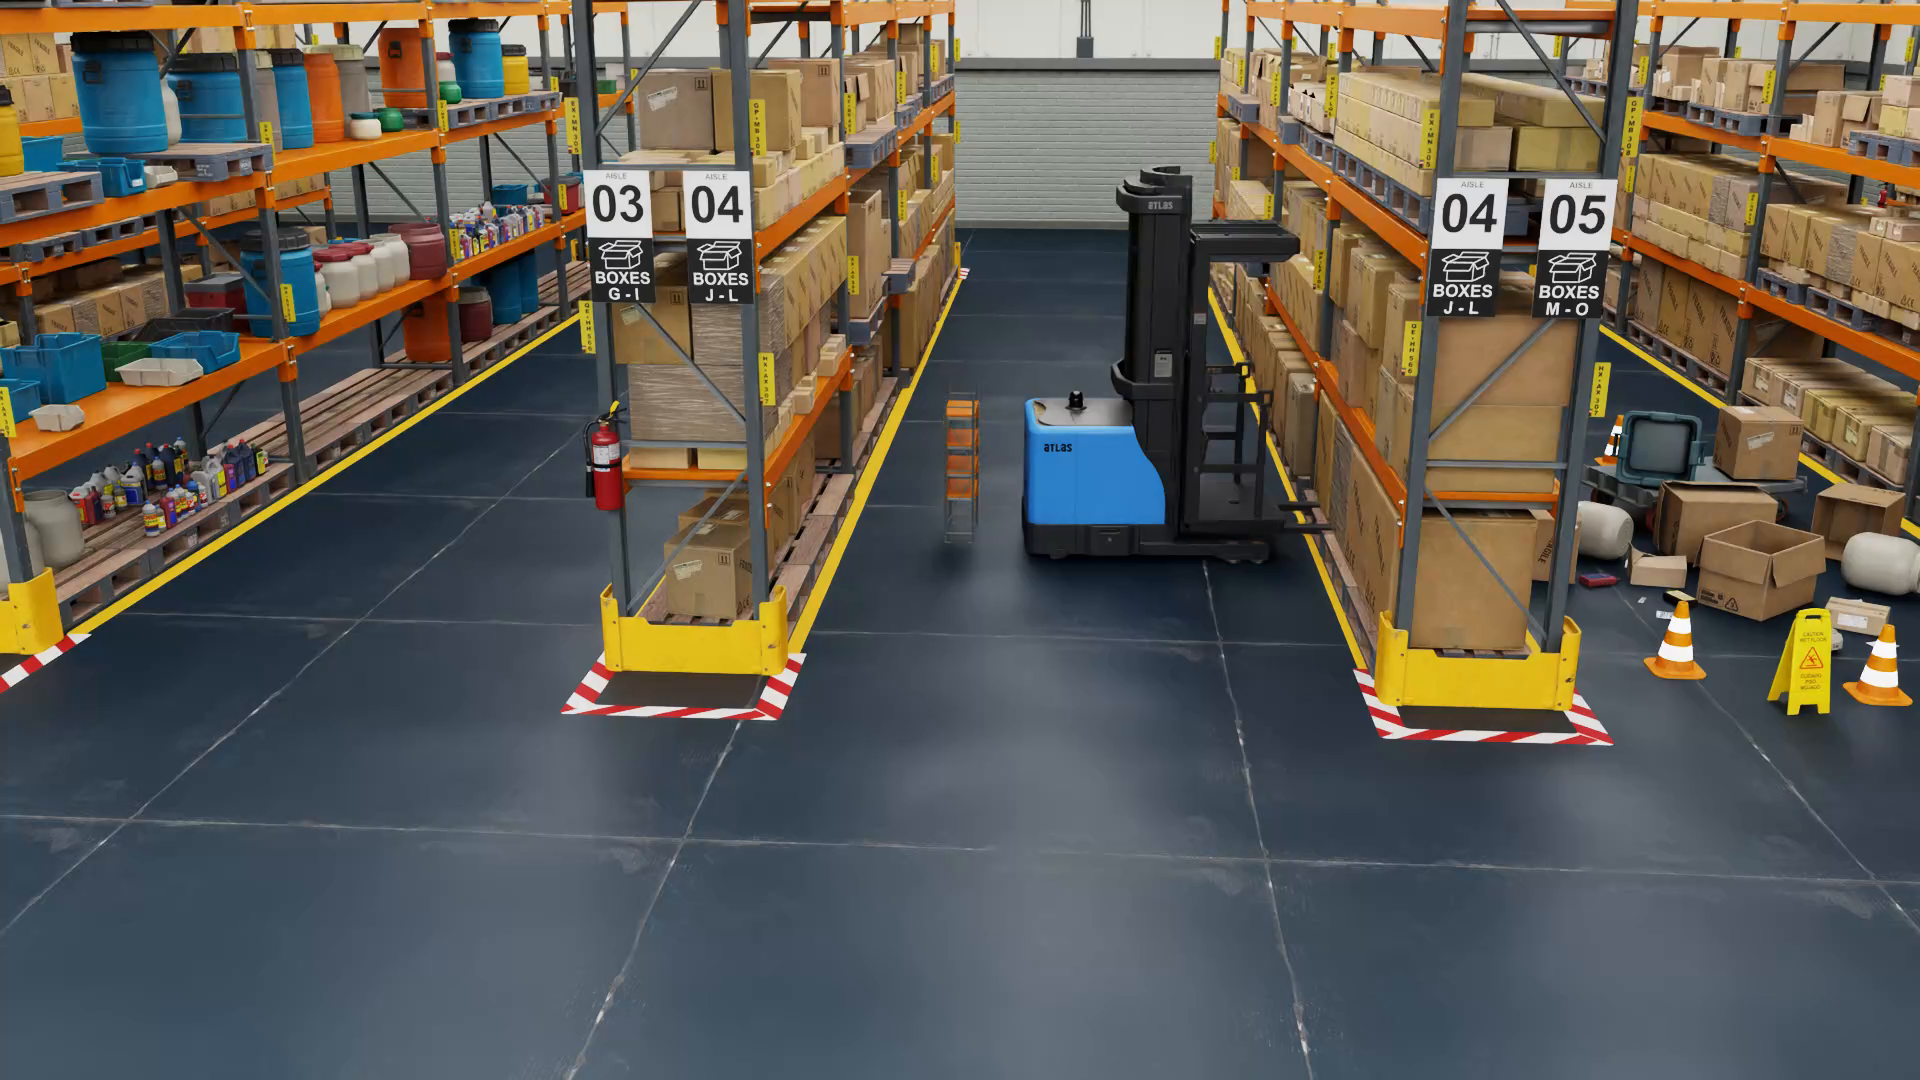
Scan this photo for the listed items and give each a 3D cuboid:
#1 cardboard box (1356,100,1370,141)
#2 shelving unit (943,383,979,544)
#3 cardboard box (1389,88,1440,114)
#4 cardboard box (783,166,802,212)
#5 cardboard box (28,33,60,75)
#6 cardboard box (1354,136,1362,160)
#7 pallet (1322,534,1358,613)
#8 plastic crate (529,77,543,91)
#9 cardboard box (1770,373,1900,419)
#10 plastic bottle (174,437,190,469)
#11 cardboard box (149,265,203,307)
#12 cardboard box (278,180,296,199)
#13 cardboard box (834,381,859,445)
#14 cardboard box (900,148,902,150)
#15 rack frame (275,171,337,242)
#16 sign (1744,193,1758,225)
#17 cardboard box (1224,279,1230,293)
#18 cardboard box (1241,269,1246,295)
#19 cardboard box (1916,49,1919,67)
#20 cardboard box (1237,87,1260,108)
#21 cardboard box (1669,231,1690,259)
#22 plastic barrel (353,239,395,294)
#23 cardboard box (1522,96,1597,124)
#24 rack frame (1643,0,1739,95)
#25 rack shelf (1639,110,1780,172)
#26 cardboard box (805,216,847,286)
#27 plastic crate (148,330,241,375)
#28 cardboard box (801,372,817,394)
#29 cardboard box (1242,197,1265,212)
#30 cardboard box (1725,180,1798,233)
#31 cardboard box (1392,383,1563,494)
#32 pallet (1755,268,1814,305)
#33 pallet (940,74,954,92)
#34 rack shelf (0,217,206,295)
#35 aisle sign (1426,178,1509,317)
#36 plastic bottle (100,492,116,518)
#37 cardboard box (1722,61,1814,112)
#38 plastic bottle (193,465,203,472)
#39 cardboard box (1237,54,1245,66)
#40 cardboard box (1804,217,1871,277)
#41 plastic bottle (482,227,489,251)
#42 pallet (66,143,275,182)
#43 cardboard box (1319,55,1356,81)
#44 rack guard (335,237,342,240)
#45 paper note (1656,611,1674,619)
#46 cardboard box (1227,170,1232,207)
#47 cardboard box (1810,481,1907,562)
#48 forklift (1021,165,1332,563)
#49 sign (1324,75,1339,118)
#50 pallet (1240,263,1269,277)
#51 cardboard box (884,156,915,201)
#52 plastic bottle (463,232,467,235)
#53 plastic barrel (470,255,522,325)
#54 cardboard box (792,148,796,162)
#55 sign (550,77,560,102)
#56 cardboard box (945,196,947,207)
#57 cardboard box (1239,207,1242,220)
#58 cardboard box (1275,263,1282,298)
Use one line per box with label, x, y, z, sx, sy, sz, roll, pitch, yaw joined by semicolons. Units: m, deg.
cardboard box;3.109;-2.975;11.795;0.500;0.250;0.500;1;18;3
shelving unit;0.012;-0.622;13.393;0.258;1.200;0.503;1;18;4
cardboard box;2.966;-2.808;10.647;0.380;0.149;0.250;1;18;4
cardboard box;-1.371;-2.403;11.363;0.500;0.250;0.500;1;18;4
cardboard box;-10.930;-5.698;19.412;0.500;0.500;0.500;1;18;4
cardboard box;3.057;-2.823;11.972;0.380;0.149;0.250;1;18;3
pallet;3.276;0.248;12.326;1.003;0.211;1.213;1;18;4
plastic crate;-5.993;-6.358;23.384;0.437;0.282;0.530;1;18;4
cardboard box;8.629;-1.401;16.426;0.950;0.372;0.625;1;18;3
plastic bottle;-6.847;-0.767;14.622;0.097;0.271;0.097;0;18;0
cardboard box;-10.503;-3.402;22.295;0.500;0.500;0.500;1;18;4
cardboard box;-10.302;-5.369;24.830;0.500;0.500;0.500;1;18;4
cardboard box;-1.328;-1.192;15.553;0.700;0.500;0.500;1;18;4
cardboard box;-1.067;-5.049;22.572;0.500;0.500;0.500;1;18;4
rack frame;-10.467;-5.783;26.253;1.000;3.000;0.127;1;18;4
sign;8.171;-3.416;17.171;0.100;0.325;0.005;1;18;4
cardboard box;3.781;-3.435;22.515;0.380;0.149;0.250;1;18;2
cardboard box;3.715;-3.155;20.370;0.500;0.250;0.500;2;18;5
cardboard box;13.967;-6.830;23.594;0.500;0.250;0.500;1;18;3
cardboard box;3.833;-5.688;21.390;0.500;0.250;0.500;2;18;5
cardboard box;8.583;-3.420;19.284;0.500;0.250;0.500;1;18;3
plastic barrel;-5.991;-2.784;16.923;0.421;0.512;0.421;0;18;0
cardboard box;3.567;-2.555;9.875;0.380;0.149;0.250;1;18;4
rack frame;9.011;-6.948;20.174;1.000;3.000;0.127;1;18;4
rack shelf;8.868;-4.559;18.858;1.077;0.370;4.000;1;18;4
cardboard box;-1.204;-2.351;13.538;0.500;0.500;0.500;1;18;4
plastic crate;-6.195;-1.523;13.494;0.499;0.251;0.616;1;18;4
cardboard box;-1.291;-1.175;12.595;0.380;0.149;0.250;1;18;4
cardboard box;3.453;-3.860;19.161;0.380;0.149;0.250;2;18;7
cardboard box;8.501;-3.543;17.654;0.500;0.500;0.500;1;18;2
cardboard box;3.188;-0.636;10.307;0.875;0.550;0.550;1;18;4
pallet;8.780;-2.540;16.664;1.213;0.211;1.003;1;18;4
pallet;-0.629;-6.713;24.418;1.003;0.211;1.213;1;18;4
rack shelf;-10.897;-3.577;20.678;1.077;0.370;4.000;1;18;4
aisle sign;2.902;-1.669;9.524;0.394;0.787;0.004;1;18;4
plastic bottle;-6.798;-0.285;13.262;0.097;0.201;0.097;0;18;0
cardboard box;8.606;-4.839;17.720;0.700;0.500;0.500;0;18;1
plastic bottle;-6.286;-0.490;13.757;0.061;0.283;0.133;1;18;4
cardboard box;3.801;-6.219;21.567;0.380;0.149;0.250;1;18;4
cardboard box;8.400;-2.781;15.781;0.500;0.500;0.500;2;18;5
plastic bottle;-5.645;-3.575;19.722;0.097;0.271;0.097;0;18;0
pallet;-6.341;-3.053;13.410;1.213;0.211;1.003;1;18;4
cardboard box;4.100;-5.130;18.054;0.396;0.266;0.258;1;18;4
rack guard;-10.472;-4.571;26.570;1.175;0.500;0.348;1;18;4
paper note;5.009;0.527;11.769;0.144;0.017;0.142;8;20;23
cardboard box;3.858;-4.682;22.258;0.500;0.500;0.500;1;18;2
cardboard box;7.004;-0.123;12.992;0.500;0.500;0.500;17;25;41
forklift;2.025;-1.379;12.926;3.031;2.935;1.130;0;18;0
sign;2.951;-3.521;13.198;0.100;0.325;0.005;1;18;4
pallet;3.725;-3.066;18.271;1.213;0.211;1.003;1;18;4
cardboard box;-0.971;-4.431;20.356;0.797;0.503;0.637;1;18;5
plastic bottle;-5.739;-3.433;19.288;0.097;0.271;0.097;0;18;0
plastic barrel;-5.920;-3.242;21.197;0.600;0.901;0.708;1;18;4
cardboard box;-1.378;-2.778;11.868;0.380;0.149;0.250;1;18;2
sign;-5.265;-5.845;21.613;0.100;0.325;0.005;1;18;4
cardboard box;-0.393;-4.848;23.805;0.380;0.149;0.250;2;18;5
cardboard box;3.470;-3.799;19.453;0.380;0.149;0.250;1;18;3
cardboard box;3.445;-2.690;16.654;0.500;0.500;0.500;1;18;3
